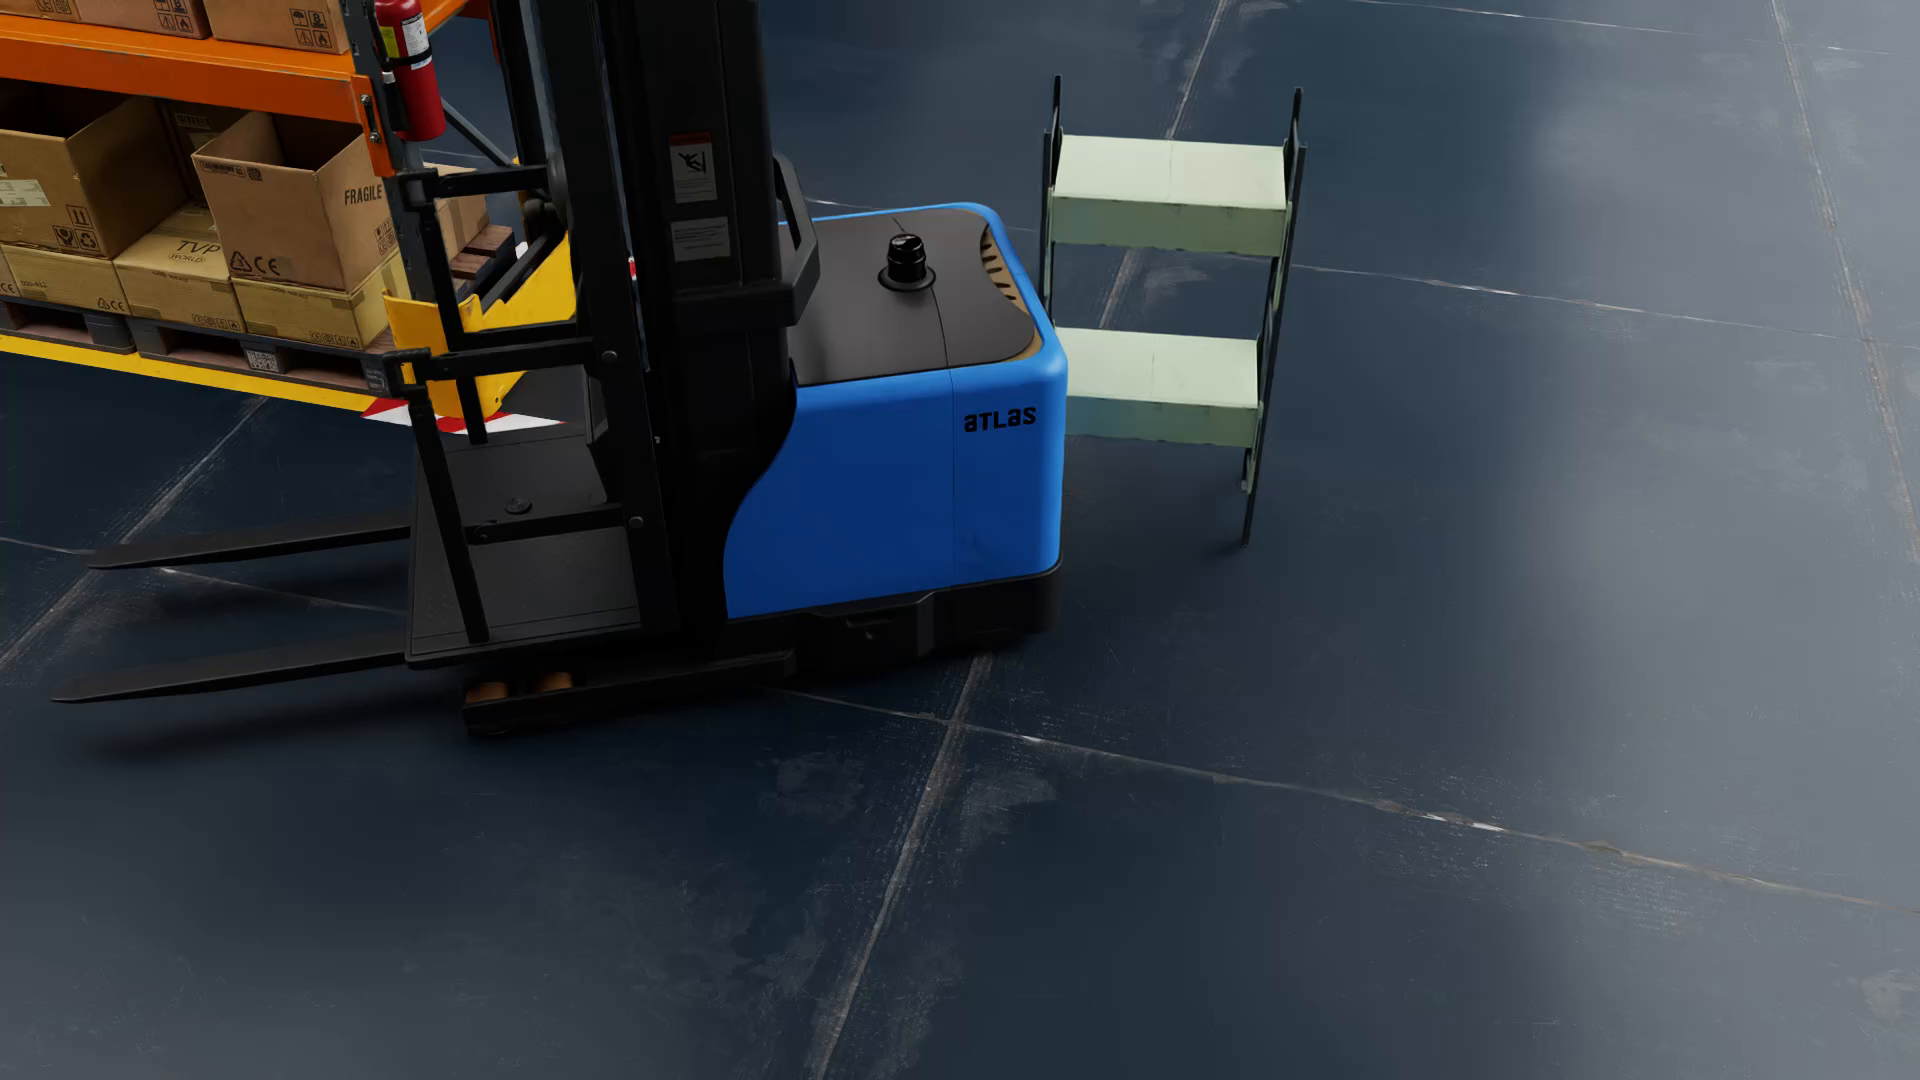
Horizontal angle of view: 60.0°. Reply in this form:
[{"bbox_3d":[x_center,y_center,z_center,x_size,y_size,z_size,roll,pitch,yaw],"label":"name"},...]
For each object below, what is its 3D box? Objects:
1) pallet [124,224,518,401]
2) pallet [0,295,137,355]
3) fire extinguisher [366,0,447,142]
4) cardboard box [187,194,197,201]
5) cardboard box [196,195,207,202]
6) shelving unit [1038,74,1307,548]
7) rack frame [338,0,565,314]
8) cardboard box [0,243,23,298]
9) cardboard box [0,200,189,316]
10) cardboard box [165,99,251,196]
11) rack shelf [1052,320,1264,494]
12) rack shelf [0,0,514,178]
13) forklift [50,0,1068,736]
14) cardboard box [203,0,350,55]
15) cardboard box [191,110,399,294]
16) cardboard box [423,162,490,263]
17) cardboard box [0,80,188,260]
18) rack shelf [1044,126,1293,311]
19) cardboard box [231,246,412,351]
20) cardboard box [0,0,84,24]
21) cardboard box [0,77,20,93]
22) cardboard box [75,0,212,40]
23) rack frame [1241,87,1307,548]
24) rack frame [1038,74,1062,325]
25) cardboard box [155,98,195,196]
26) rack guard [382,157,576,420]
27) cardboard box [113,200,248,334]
[{"bbox_3d":[-2.576,-1.019,6.799,1.213,0.211,1.003,10,41,11],"label":"pallet"},{"bbox_3d":[-3.750,-1.223,7.043,1.213,0.211,1.003,10,41,11],"label":"pallet"},{"bbox_3d":[-1.832,-1.648,5.440,0.183,0.674,0.296,10,41,11],"label":"fire extinguisher"},{"bbox_3d":[-3.253,-1.485,6.998,0.500,0.250,0.500,10,41,11],"label":"cardboard box"},{"bbox_3d":[-2.771,-1.402,6.899,0.500,0.250,0.500,10,41,11],"label":"cardboard box"},{"bbox_3d":[0.642,-0.705,5.423,0.755,1.500,0.431,5,40,5],"label":"shelving unit"},{"bbox_3d":[-1.826,-1.986,5.782,0.127,3.000,1.000,10,41,11],"label":"rack frame"},{"bbox_3d":[-3.873,-1.241,6.707,0.500,0.250,0.500,10,41,11],"label":"cardboard box"},{"bbox_3d":[-3.390,-1.157,6.607,0.500,0.250,0.500,10,41,11],"label":"cardboard box"},{"bbox_3d":[-2.770,-1.690,6.659,0.500,0.500,0.500,10,41,11],"label":"cardboard box"},{"bbox_3d":[0.642,-0.455,5.633,0.720,0.370,0.431,5,40,5],"label":"rack shelf"},{"bbox_3d":[-3.758,-2.043,6.410,4.000,0.370,1.077,10,41,11],"label":"rack shelf"},{"bbox_3d":[-1.248,-0.904,4.548,3.031,2.935,1.130,-8,41,-10],"label":"forklift"},{"bbox_3d":[-2.274,-2.110,5.852,0.500,0.500,0.700,10,41,11],"label":"cardboard box"},{"bbox_3d":[-2.421,-1.285,6.176,0.500,0.500,0.500,10,41,11],"label":"cardboard box"},{"bbox_3d":[-2.287,-1.321,6.802,0.500,0.250,0.500,10,41,11],"label":"cardboard box"},{"bbox_3d":[-3.391,-1.442,6.364,0.500,0.500,0.500,10,41,11],"label":"cardboard box"},{"bbox_3d":[0.642,-1.004,5.172,0.720,0.370,0.431,5,40,5],"label":"rack shelf"},{"bbox_3d":[-2.420,-0.999,6.419,0.500,0.250,0.500,10,41,11],"label":"cardboard box"},{"bbox_3d":[-3.260,-2.280,6.055,0.500,0.500,0.700,10,41,12],"label":"cardboard box"},{"bbox_3d":[-3.874,-1.526,6.463,0.500,0.500,0.500,10,41,11],"label":"cardboard box"},{"bbox_3d":[-2.782,-2.194,5.952,0.500,0.500,0.700,11,41,13],"label":"cardboard box"},{"bbox_3d":[1.005,-0.676,5.389,0.023,1.500,0.400,5,40,5],"label":"rack frame"},{"bbox_3d":[0.279,-0.734,5.457,0.023,1.500,0.400,5,40,5],"label":"rack frame"},{"bbox_3d":[-3.256,-1.765,6.748,0.500,0.500,0.500,10,41,11],"label":"cardboard box"},{"bbox_3d":[-1.803,-1.025,6.582,0.348,0.500,1.175,10,41,11],"label":"rack guard"},{"bbox_3d":[-2.907,-1.075,6.509,0.500,0.250,0.500,10,41,11],"label":"cardboard box"}]
